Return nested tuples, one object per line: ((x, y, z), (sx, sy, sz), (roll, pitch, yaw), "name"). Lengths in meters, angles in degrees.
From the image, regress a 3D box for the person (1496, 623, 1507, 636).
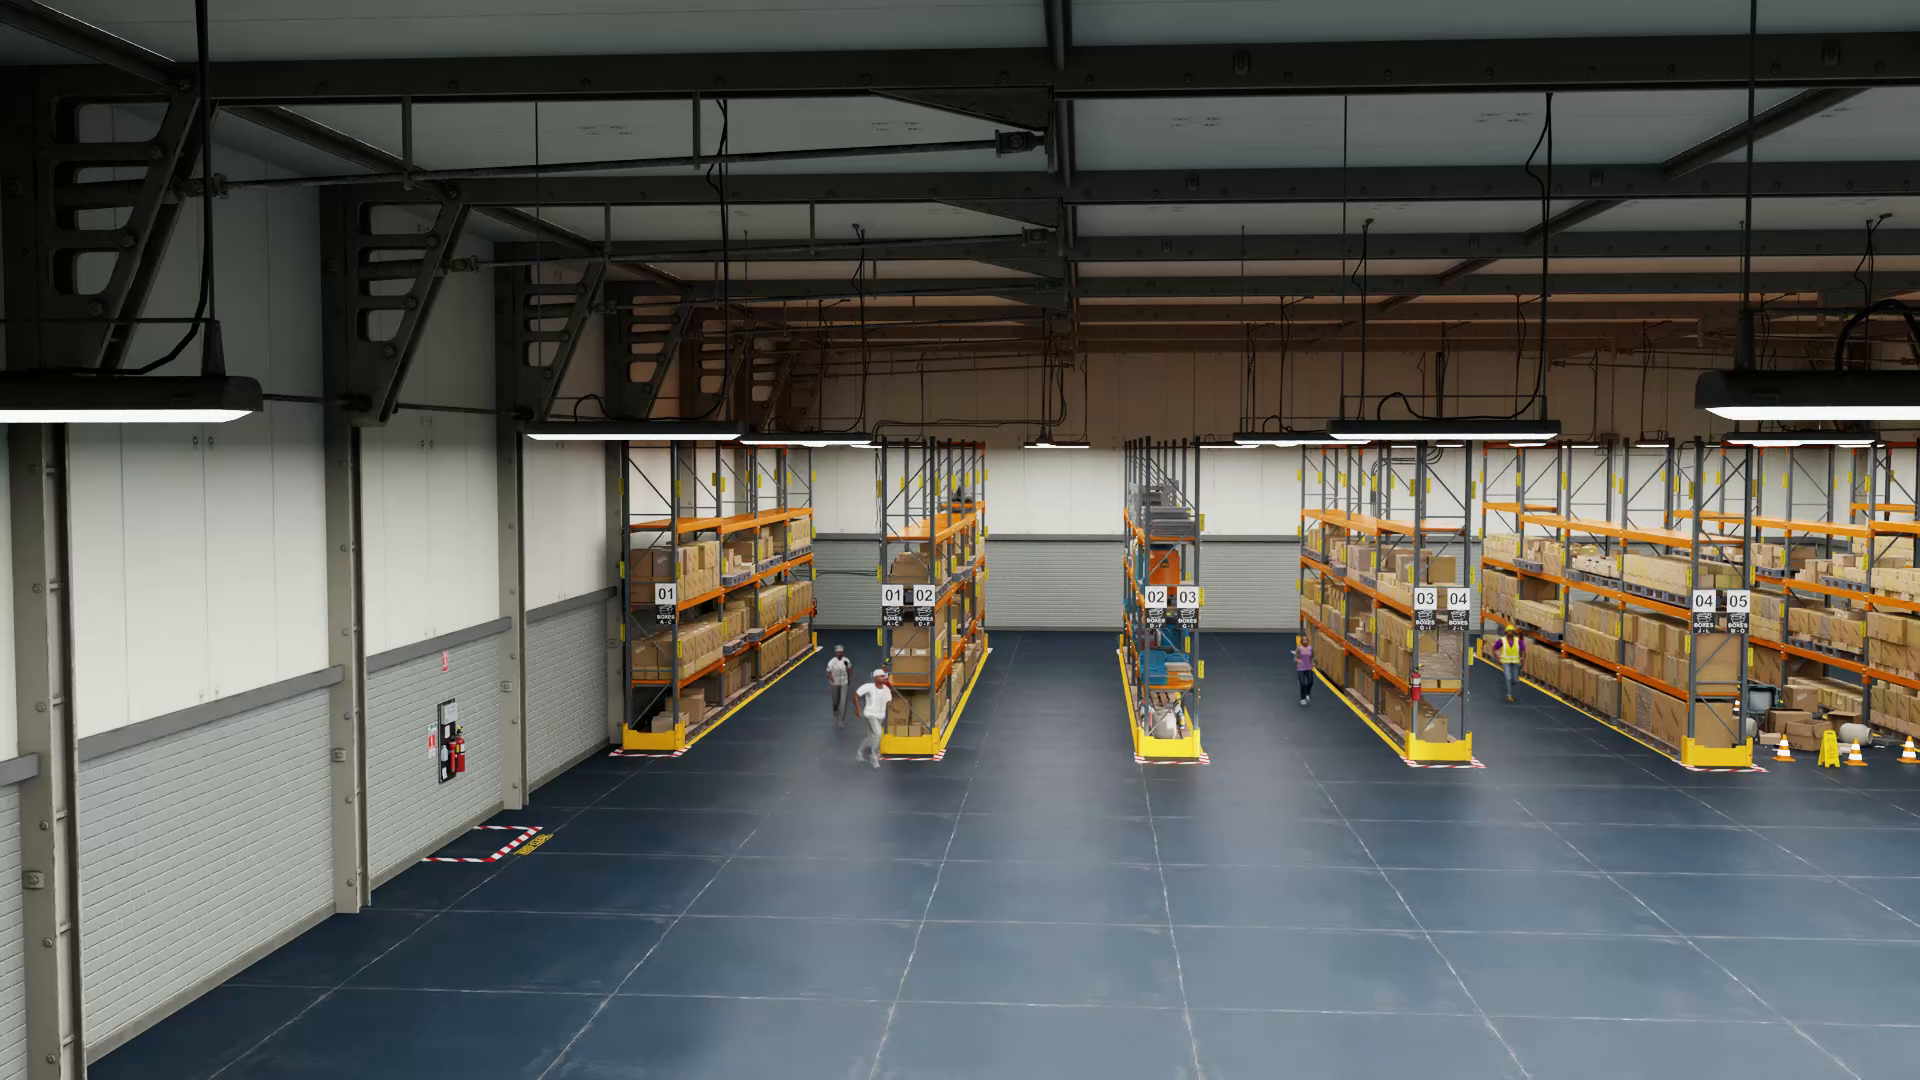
((15.495, 2.312, 47.685), (1.028, 1.672, 0.741), (3, 4, 43), "person")

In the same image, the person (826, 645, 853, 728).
((-2.512, 3.034, 34.742), (0.579, 1.700, 0.859), (0, 3, -9), "person")

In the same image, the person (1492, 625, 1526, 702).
((12.595, 2.816, 38.120), (0.738, 1.734, 0.776), (0, 3, 6), "person")

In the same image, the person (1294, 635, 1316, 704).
((7.775, 2.928, 37.396), (0.522, 1.559, 0.555), (0, 3, 2), "person")

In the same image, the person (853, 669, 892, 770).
((-1.536, 3.230, 30.295), (0.729, 1.758, 0.804), (-3, 4, -44), "person")
